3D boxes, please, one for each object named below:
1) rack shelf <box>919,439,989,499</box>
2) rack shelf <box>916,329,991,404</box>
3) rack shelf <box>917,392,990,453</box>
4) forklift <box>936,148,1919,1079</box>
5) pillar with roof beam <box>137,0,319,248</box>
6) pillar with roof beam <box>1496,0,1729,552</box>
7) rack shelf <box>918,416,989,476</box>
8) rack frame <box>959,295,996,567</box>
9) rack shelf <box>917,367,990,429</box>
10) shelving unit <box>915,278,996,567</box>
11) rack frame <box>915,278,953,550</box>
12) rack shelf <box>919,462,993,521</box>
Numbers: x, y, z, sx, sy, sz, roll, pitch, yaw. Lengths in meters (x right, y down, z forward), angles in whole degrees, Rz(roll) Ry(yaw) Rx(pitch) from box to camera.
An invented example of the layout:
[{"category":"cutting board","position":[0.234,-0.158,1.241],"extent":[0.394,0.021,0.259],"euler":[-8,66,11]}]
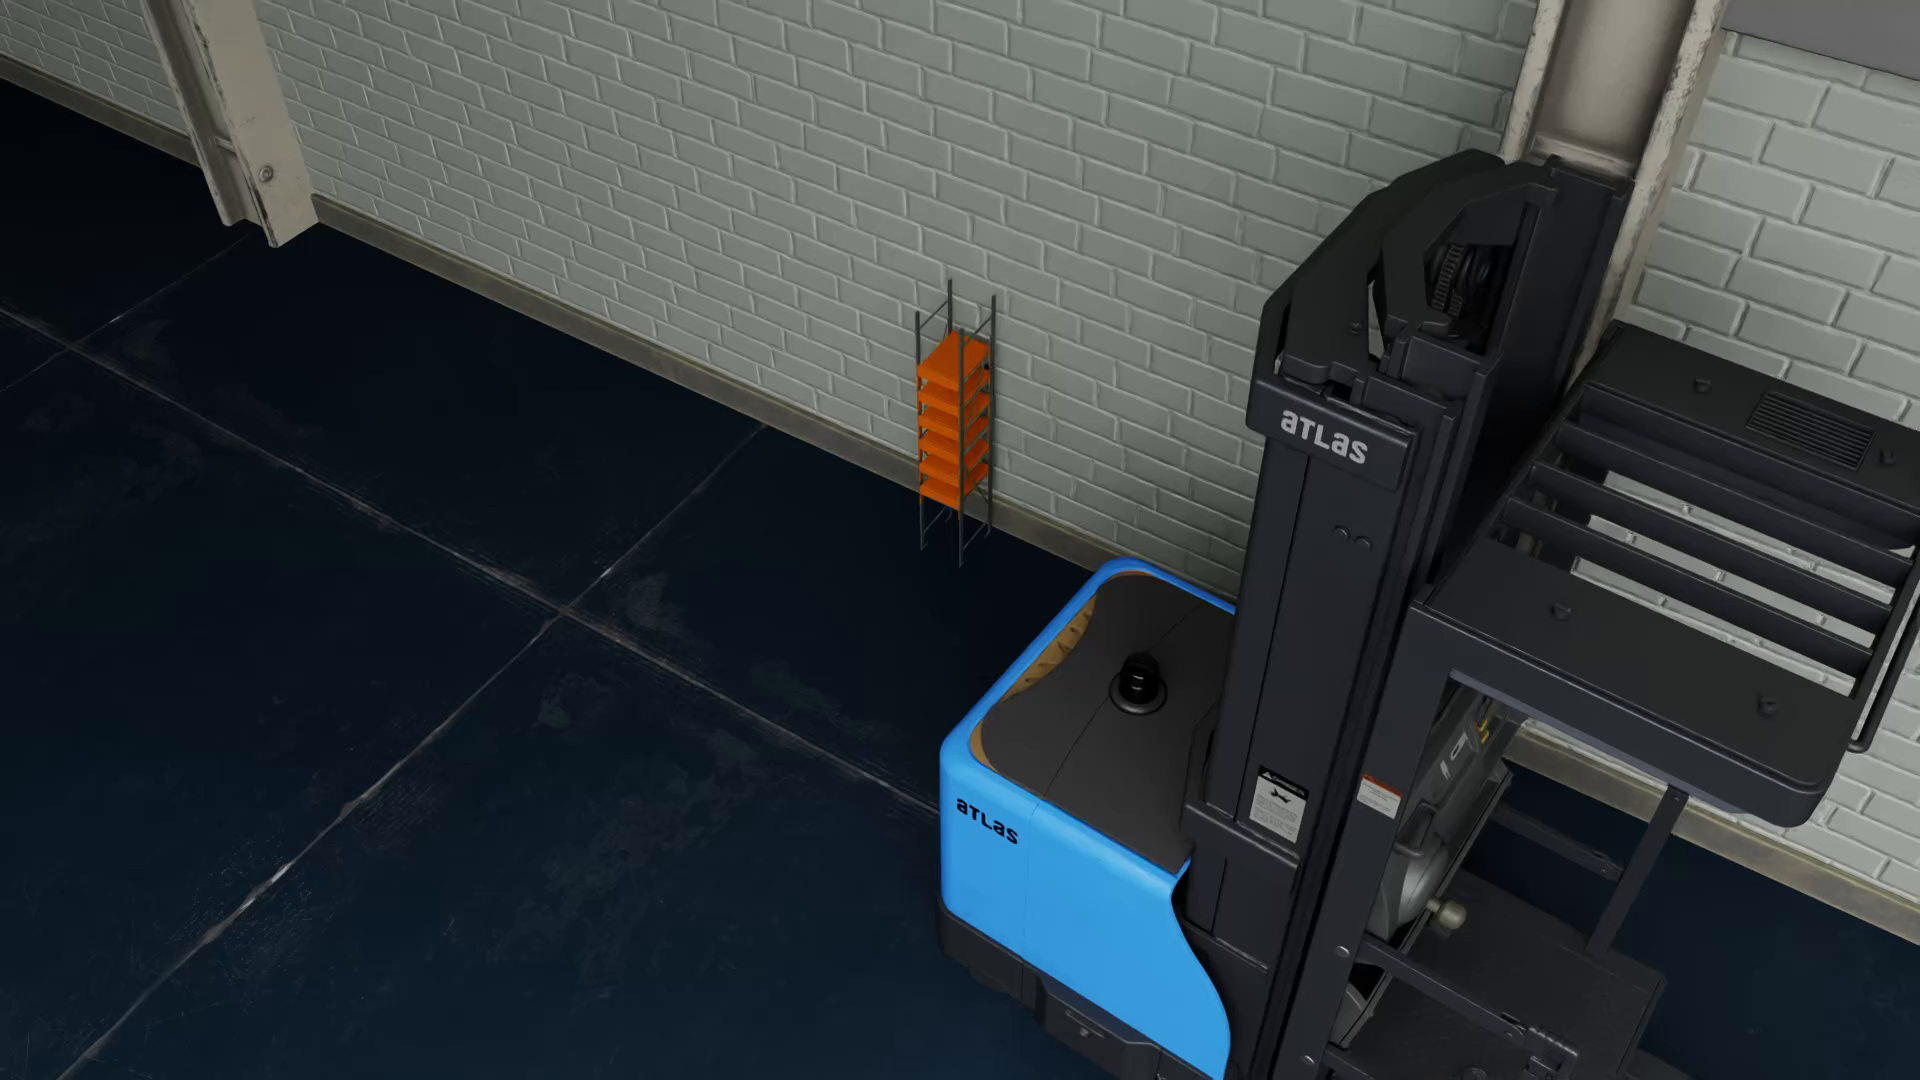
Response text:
[{"category":"rack shelf","position":[-0.015,-0.303,6.437],"extent":[0.180,0.103,0.258],"euler":[24,50,21]},{"category":"rack shelf","position":[-0.015,-0.637,6.093],"extent":[0.180,0.103,0.258],"euler":[24,50,21]},{"category":"rack shelf","position":[-0.015,-0.470,6.265],"extent":[0.180,0.103,0.258],"euler":[24,50,21]},{"category":"forklift","position":[1.418,0.654,4.071],"extent":[3.031,2.935,1.130],"euler":[27,52,24]},{"category":"pillar with roof beam","position":[-5.754,-2.133,2.548],"extent":[0.400,9.000,9.100],"euler":[25,51,22]},{"category":"pillar with roof beam","position":[-0.703,0.190,0.290],"extent":[0.400,9.000,9.100],"euler":[25,51,22]},{"category":"rack shelf","position":[-0.015,-0.386,6.351],"extent":[0.180,0.103,0.258],"euler":[24,50,21]},{"category":"rack frame","position":[0.063,-0.383,6.285],"extent":[0.006,1.200,0.240],"euler":[24,50,21]},{"category":"rack shelf","position":[-0.015,-0.554,6.179],"extent":[0.180,0.103,0.258],"euler":[24,50,21]},{"category":"shelving unit","position":[-0.015,-0.417,6.319],"extent":[0.189,1.200,0.258],"euler":[24,50,21]},{"category":"rack frame","position":[-0.093,-0.452,6.352],"extent":[0.006,1.200,0.240],"euler":[24,50,21]},{"category":"rack shelf","position":[-0.015,-0.219,6.523],"extent":[0.180,0.103,0.258],"euler":[24,50,21]}]
